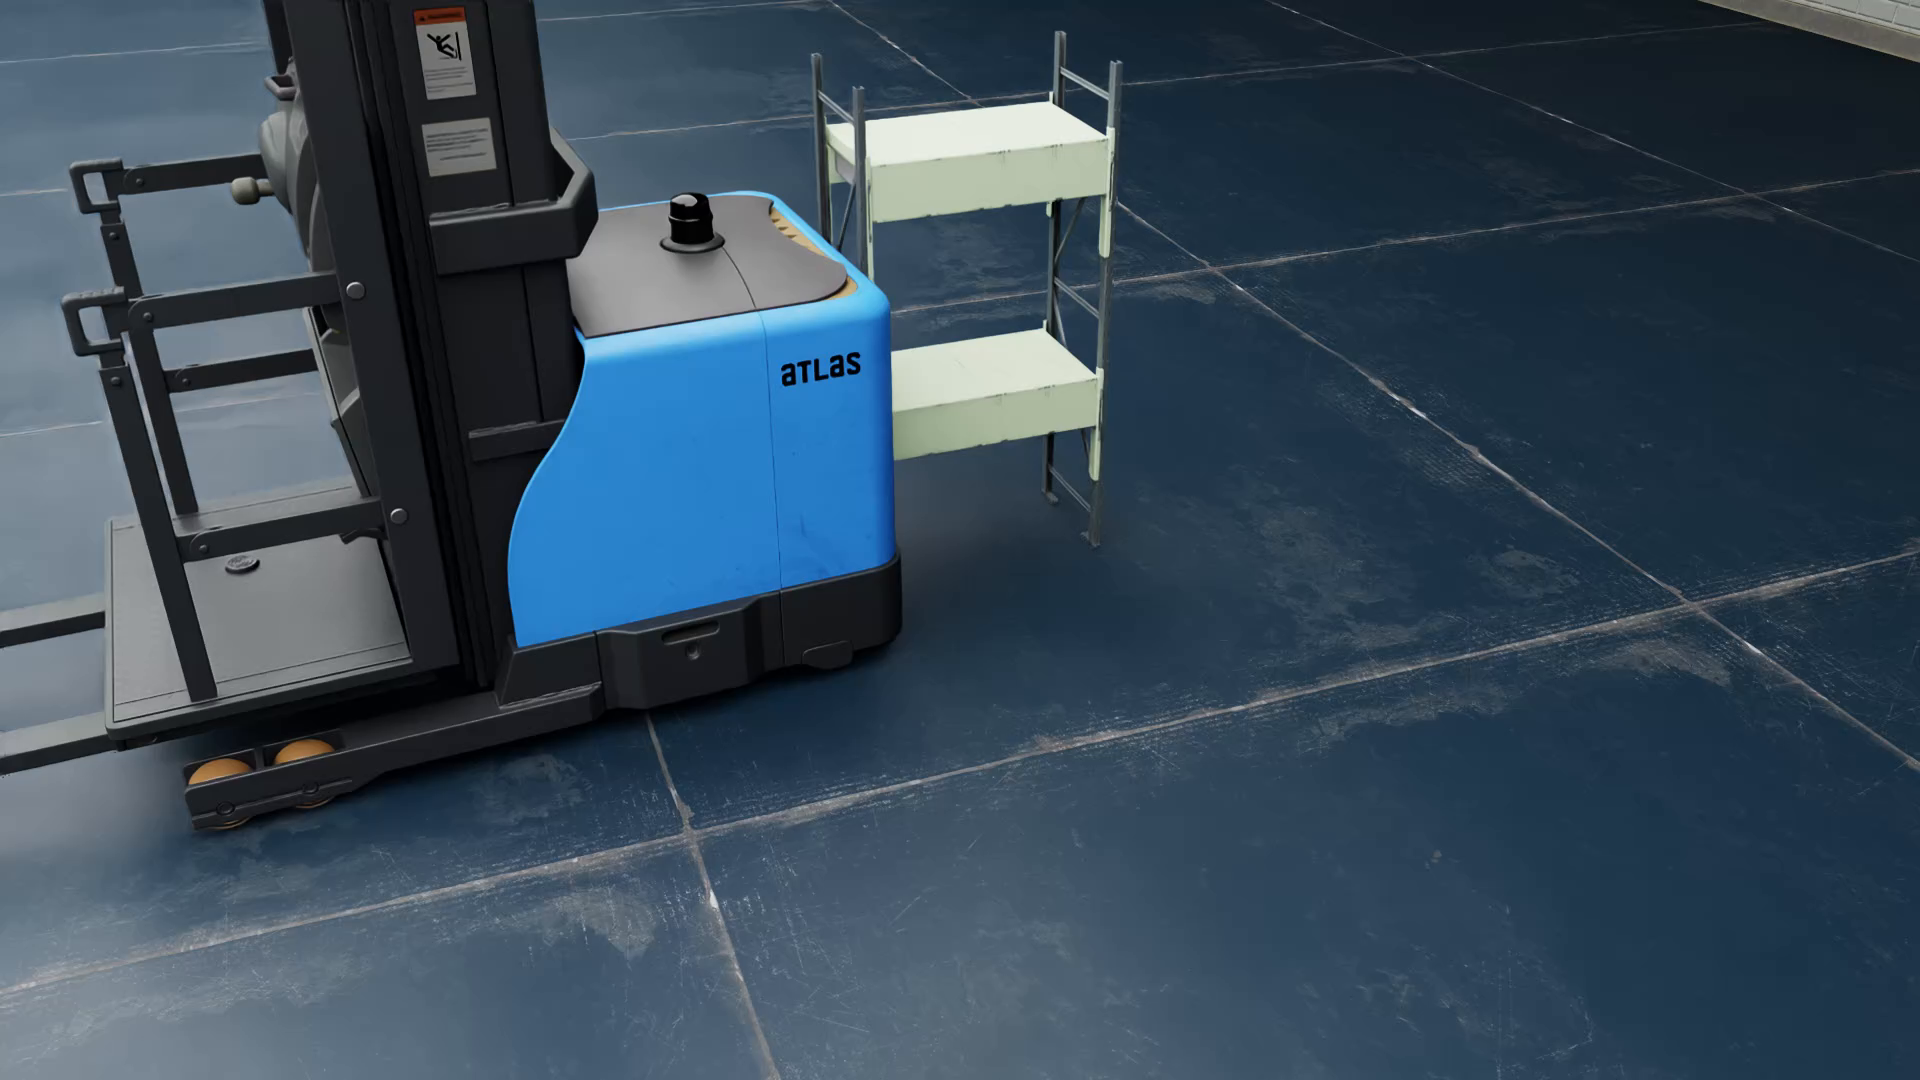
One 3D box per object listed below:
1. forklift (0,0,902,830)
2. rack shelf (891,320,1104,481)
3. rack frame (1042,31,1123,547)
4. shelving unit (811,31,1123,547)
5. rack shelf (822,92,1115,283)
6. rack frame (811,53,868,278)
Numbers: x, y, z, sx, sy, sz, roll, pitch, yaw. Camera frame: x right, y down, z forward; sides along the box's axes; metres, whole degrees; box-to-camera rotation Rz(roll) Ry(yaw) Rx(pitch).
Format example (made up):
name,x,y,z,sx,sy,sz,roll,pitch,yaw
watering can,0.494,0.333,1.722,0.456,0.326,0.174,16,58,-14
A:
name,x,y,z,sx,sy,sz,roll,pitch,yaw
forklift,-1.725,-0.872,3.820,3.031,2.935,1.130,-12,32,-21
rack shelf,0.014,-0.373,5.048,0.720,0.370,0.431,-11,32,-18
rack frame,0.355,-0.722,5.002,0.023,1.500,0.400,-11,32,-18
shelving unit,0.015,-0.656,4.886,0.755,1.500,0.431,-11,32,-18
rack shelf,0.015,-0.995,4.692,0.720,0.370,0.431,-11,32,-18
rack frame,-0.326,-0.590,4.770,0.023,1.500,0.400,-11,32,-18
